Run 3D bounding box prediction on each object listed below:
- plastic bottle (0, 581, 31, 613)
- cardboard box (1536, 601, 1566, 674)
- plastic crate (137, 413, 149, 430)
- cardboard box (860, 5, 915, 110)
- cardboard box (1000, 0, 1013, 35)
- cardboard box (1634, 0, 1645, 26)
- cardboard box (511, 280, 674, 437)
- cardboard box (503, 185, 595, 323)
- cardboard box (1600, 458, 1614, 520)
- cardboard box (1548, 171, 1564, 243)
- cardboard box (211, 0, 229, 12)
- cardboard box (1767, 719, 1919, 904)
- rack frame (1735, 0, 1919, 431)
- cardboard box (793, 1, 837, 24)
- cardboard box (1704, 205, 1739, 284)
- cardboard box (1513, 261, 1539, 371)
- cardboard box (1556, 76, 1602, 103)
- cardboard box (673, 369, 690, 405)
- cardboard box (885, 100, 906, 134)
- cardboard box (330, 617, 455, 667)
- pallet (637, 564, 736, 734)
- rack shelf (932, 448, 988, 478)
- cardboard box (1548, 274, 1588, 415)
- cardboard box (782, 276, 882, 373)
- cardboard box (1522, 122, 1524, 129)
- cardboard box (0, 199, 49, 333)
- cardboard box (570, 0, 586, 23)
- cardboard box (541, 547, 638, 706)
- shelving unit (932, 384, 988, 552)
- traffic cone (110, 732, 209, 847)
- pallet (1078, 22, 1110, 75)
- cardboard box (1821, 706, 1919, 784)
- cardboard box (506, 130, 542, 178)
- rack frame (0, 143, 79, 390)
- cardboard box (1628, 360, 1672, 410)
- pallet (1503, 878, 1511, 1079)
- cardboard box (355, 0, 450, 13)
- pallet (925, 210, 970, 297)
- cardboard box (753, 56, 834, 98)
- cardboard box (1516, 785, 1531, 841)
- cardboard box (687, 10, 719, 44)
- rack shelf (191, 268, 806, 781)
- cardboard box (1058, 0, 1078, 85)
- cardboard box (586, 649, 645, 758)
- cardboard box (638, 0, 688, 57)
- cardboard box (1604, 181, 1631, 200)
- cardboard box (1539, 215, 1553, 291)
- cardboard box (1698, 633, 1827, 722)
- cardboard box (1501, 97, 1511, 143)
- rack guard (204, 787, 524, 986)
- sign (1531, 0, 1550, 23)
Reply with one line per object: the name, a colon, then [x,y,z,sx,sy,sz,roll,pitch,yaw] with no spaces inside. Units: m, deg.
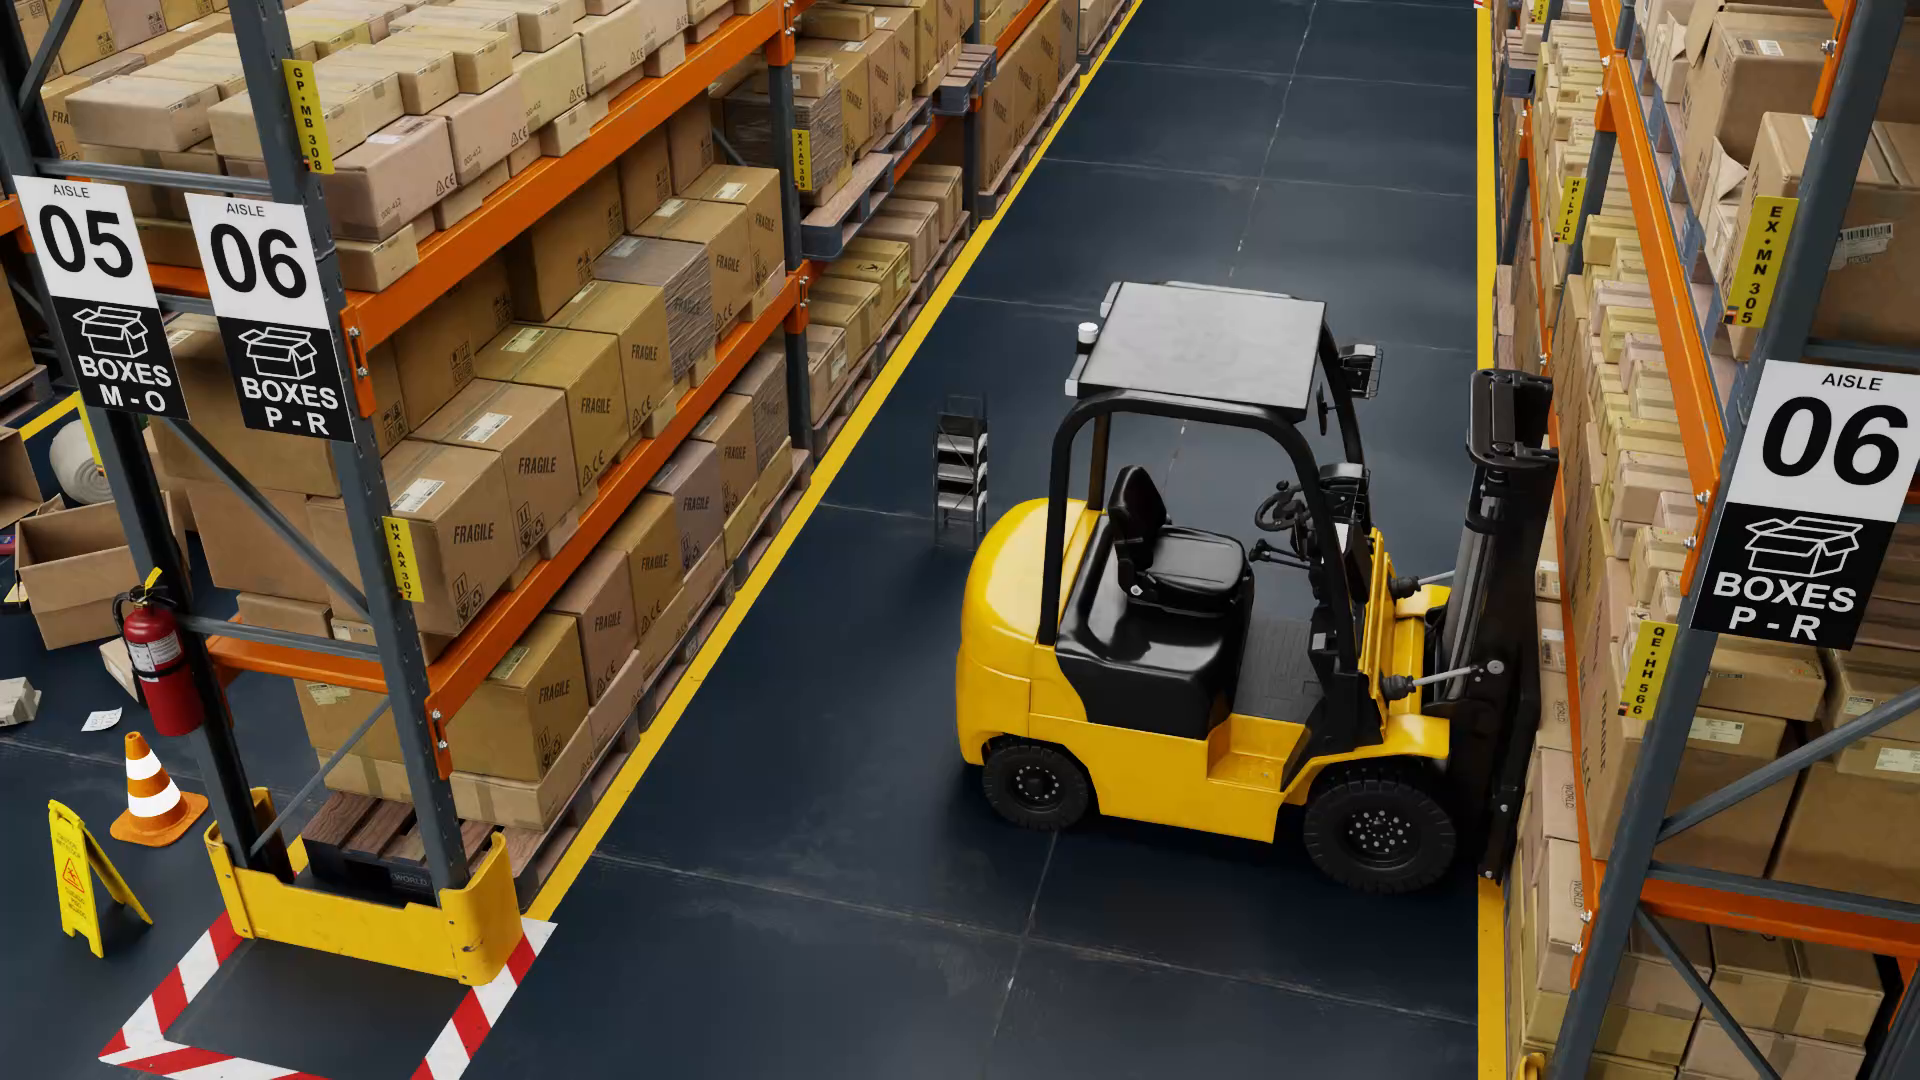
plastic bottle: [-4.930,0.278,8.756,0.133,0.061,0.283,-3,33,-4]
cardboard box: [2.613,0.520,6.875,0.500,0.250,0.500,7,33,11]
plastic crate: [-4.958,-0.909,10.451,0.662,0.188,0.450,-28,32,-37]
cardboard box: [-0.586,-3.050,10.490,0.500,0.500,0.500,7,33,10]
cardboard box: [0.128,-4.219,13.231,0.500,0.250,0.500,7,33,11]
cardboard box: [3.027,-2.232,6.919,0.380,0.149,0.250,9,33,13]
cardboard box: [-1.617,-0.817,7.369,0.500,0.500,0.500,7,33,11]
cardboard box: [-2.038,-1.307,7.208,0.700,0.500,0.500,8,33,12]
cardboard box: [2.538,-0.172,6.026,0.380,0.149,0.250,8,33,13]
cardboard box: [3.435,-1.749,8.880,0.500,0.250,0.500,7,33,11]
cardboard box: [-5.545,-4.119,11.908,0.700,0.500,0.500,8,33,12]
cardboard box: [2.814,0.770,5.150,0.500,0.500,0.500,9,34,14]
rack frame: [2.419,-1.500,3.222,1.000,3.000,0.127,8,33,12]
cardboard box: [-1.079,-3.130,10.616,0.500,0.500,0.500,7,33,11]
cardboard box: [2.336,-0.819,4.696,0.380,0.149,0.250,7,33,11]
cardboard box: [3.949,-1.284,10.295,0.875,0.625,0.625,7,33,10]
cardboard box: [3.766,-2.639,9.908,0.380,0.149,0.250,9,33,13]
cardboard box: [-1.503,-0.747,7.864,0.380,0.149,0.250,7,33,12]
cardboard box: [-0.564,-2.706,10.553,0.380,0.149,0.250,9,34,14]
cardboard box: [-2.096,0.316,6.192,0.380,0.149,0.250,8,33,13]
pallet: [-1.811,0.447,8.350,1.003,0.211,1.213,8,33,12]
rack shelf: [0.002,-0.432,8.985,0.258,0.077,0.200,8,33,12]
cardboard box: [3.069,-0.892,7.764,0.500,0.500,0.500,7,33,11]
cardboard box: [-1.058,-1.432,10.765,0.950,0.372,0.625,10,34,15]
cardboard box: [4.479,-3.083,12.638,0.380,0.149,0.250,7,33,11]
cardboard box: [-6.111,-1.902,11.151,1.050,0.750,0.750,8,33,12]
cardboard box: [-1.679,-2.081,6.422,0.380,0.149,0.250,9,33,13]
cardboard box: [-1.777,0.359,7.362,0.500,0.500,0.500,7,33,11]
shelving unit: [0.002,-0.384,9.015,0.258,0.900,0.210,8,33,12]
traffic cone: [-3.521,1.029,7.199,0.336,0.463,0.334,8,33,12]
pallet: [0.931,-5.077,17.039,1.003,0.211,1.213,8,33,12]
cardboard box: [2.756,0.575,4.852,0.380,0.149,0.250,7,33,11]
cardboard box: [-1.801,-1.482,6.223,0.380,0.149,0.250,7,33,11]
rack frame: [-6.181,-2.340,10.134,1.000,3.000,0.127,8,33,12]
cardboard box: [2.770,-0.550,6.344,0.380,0.149,0.250,8,33,13]
pallet: [2.573,1.806,6.213,1.003,0.211,1.213,8,33,12]
cardboard box: [-2.158,-2.001,6.296,0.380,0.149,0.250,7,33,11]
pallet: [-0.552,-2.212,12.532,1.003,0.211,1.213,8,33,12]
cardboard box: [-0.906,-2.533,9.072,0.380,0.149,0.250,8,33,12]
cardboard box: [2.489,0.979,6.620,0.500,0.250,0.500,7,33,11]
cardboard box: [-1.343,-2.418,7.695,0.380,0.149,0.250,8,33,13]
rack shelf: [-1.875,-0.377,7.717,1.077,0.370,4.000,8,33,12]
cardboard box: [0.583,-4.817,15.621,0.875,0.875,0.875,9,34,14]
cardboard box: [-1.774,0.696,7.531,0.500,0.250,0.500,9,34,14]
cardboard box: [-1.490,-2.255,7.069,0.500,0.250,0.500,7,33,12]
cardboard box: [3.354,-1.704,8.437,0.380,0.149,0.250,8,33,12]
cardboard box: [3.432,-1.540,9.016,0.500,0.250,0.500,8,33,12]
cardboard box: [2.306,0.375,4.888,0.380,0.149,0.250,8,33,12]
cardboard box: [4.868,-3.562,13.995,0.500,0.500,0.500,7,33,11]
rack guard: [-2.363,1.373,6.624,1.175,0.500,0.348,8,33,12]
sign: [3.922,-3.644,11.181,0.100,0.325,0.005,8,33,12]
